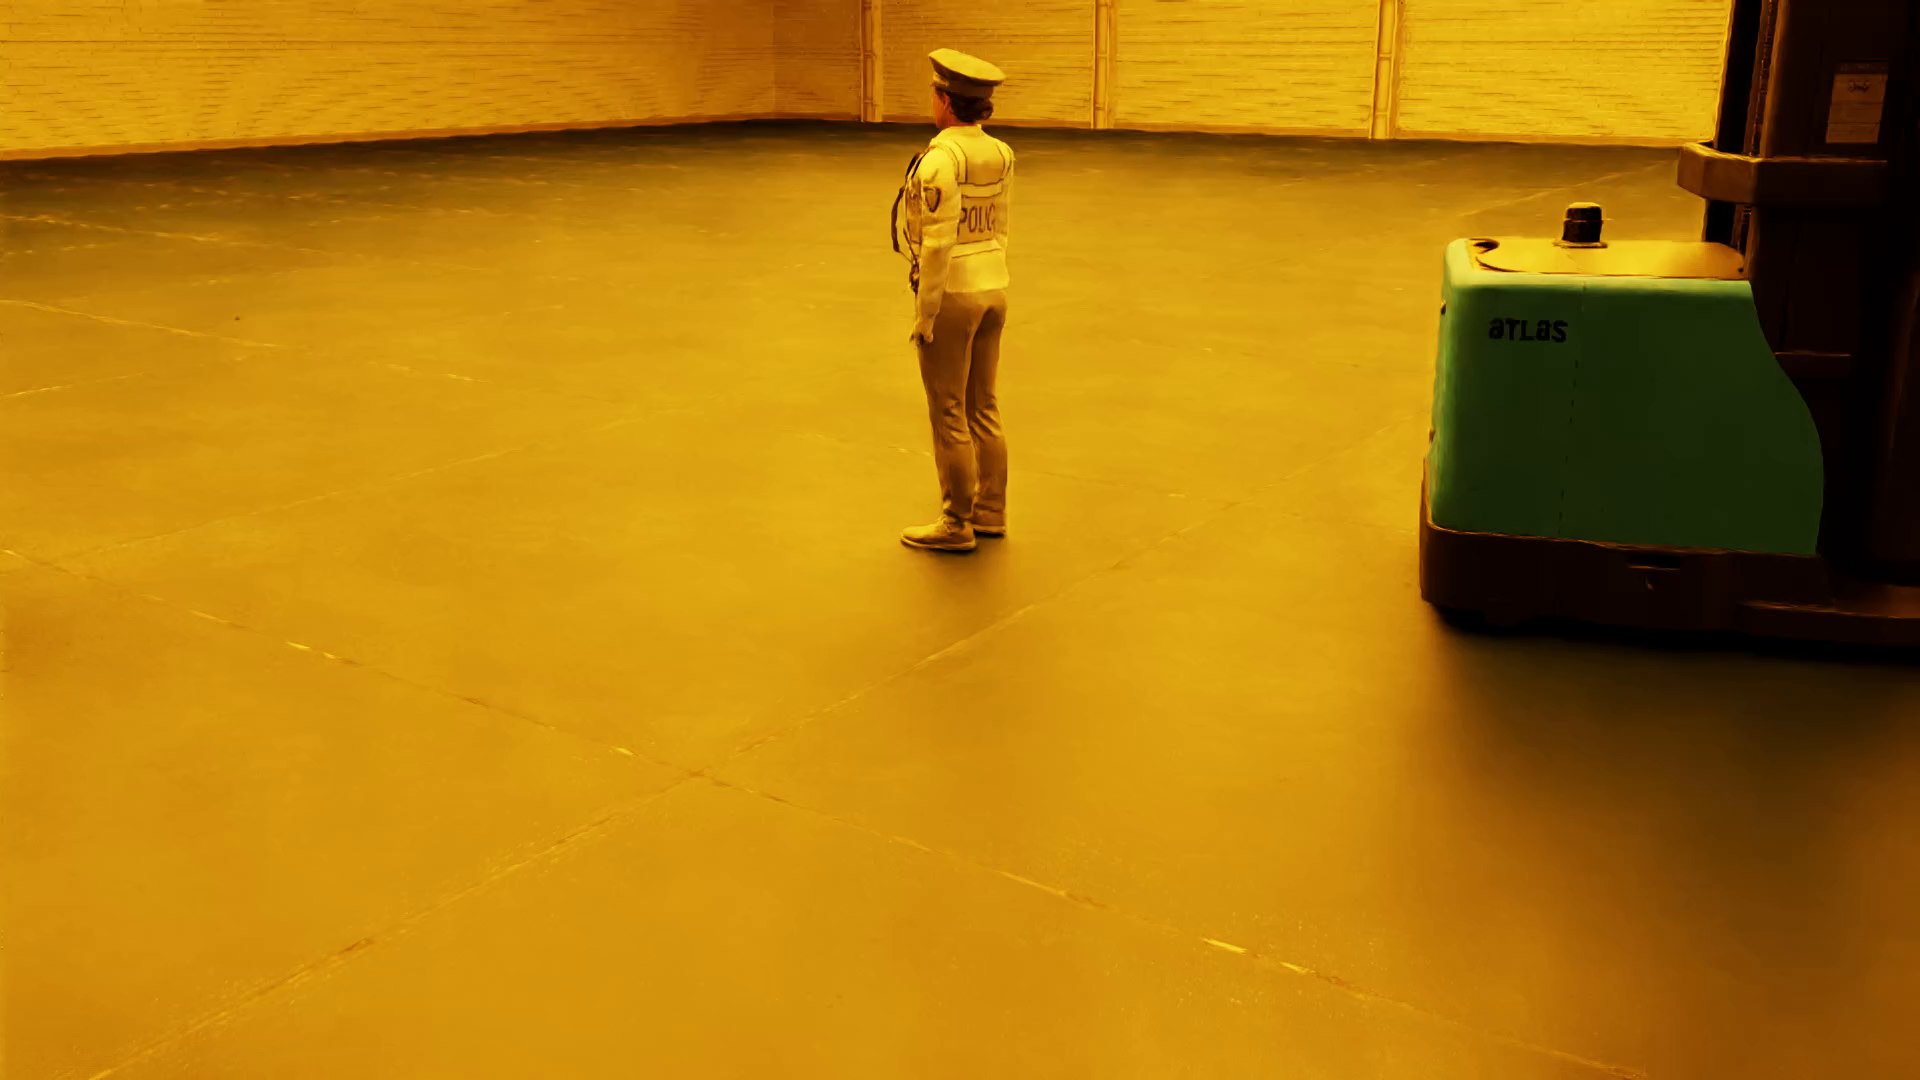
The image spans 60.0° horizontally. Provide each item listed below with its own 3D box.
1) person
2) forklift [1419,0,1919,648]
[{"bbox_3d":[-0.013,-0.810,5.714,0.337,1.692,0.463,11,20,33],"label":"person"},{"bbox_3d":[2.992,-1.172,4.751,3.031,2.935,1.130,4,17,14],"label":"forklift"}]
